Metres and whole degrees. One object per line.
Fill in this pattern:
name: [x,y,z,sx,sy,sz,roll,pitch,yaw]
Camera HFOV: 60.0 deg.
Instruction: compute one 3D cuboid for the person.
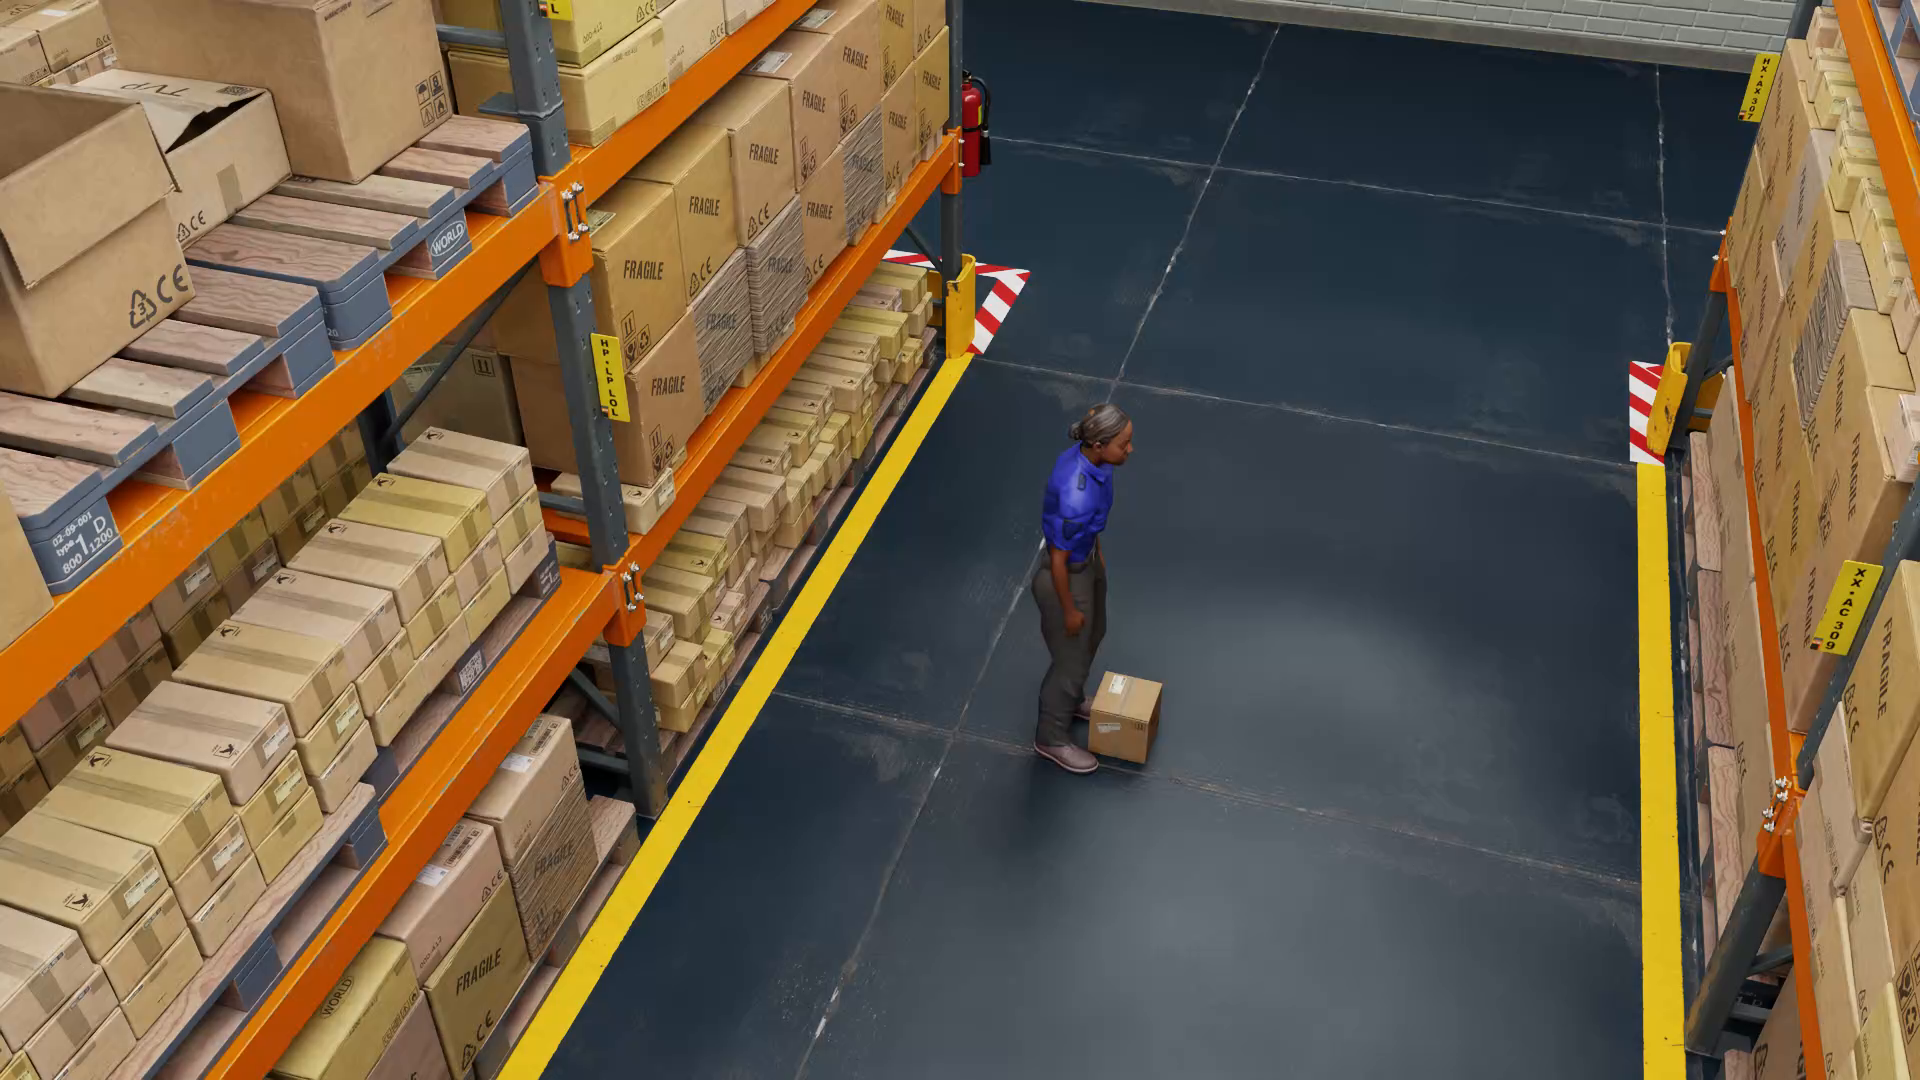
person: [0.479,0.162,6.682,0.352,1.654,0.512,10,38,13]
